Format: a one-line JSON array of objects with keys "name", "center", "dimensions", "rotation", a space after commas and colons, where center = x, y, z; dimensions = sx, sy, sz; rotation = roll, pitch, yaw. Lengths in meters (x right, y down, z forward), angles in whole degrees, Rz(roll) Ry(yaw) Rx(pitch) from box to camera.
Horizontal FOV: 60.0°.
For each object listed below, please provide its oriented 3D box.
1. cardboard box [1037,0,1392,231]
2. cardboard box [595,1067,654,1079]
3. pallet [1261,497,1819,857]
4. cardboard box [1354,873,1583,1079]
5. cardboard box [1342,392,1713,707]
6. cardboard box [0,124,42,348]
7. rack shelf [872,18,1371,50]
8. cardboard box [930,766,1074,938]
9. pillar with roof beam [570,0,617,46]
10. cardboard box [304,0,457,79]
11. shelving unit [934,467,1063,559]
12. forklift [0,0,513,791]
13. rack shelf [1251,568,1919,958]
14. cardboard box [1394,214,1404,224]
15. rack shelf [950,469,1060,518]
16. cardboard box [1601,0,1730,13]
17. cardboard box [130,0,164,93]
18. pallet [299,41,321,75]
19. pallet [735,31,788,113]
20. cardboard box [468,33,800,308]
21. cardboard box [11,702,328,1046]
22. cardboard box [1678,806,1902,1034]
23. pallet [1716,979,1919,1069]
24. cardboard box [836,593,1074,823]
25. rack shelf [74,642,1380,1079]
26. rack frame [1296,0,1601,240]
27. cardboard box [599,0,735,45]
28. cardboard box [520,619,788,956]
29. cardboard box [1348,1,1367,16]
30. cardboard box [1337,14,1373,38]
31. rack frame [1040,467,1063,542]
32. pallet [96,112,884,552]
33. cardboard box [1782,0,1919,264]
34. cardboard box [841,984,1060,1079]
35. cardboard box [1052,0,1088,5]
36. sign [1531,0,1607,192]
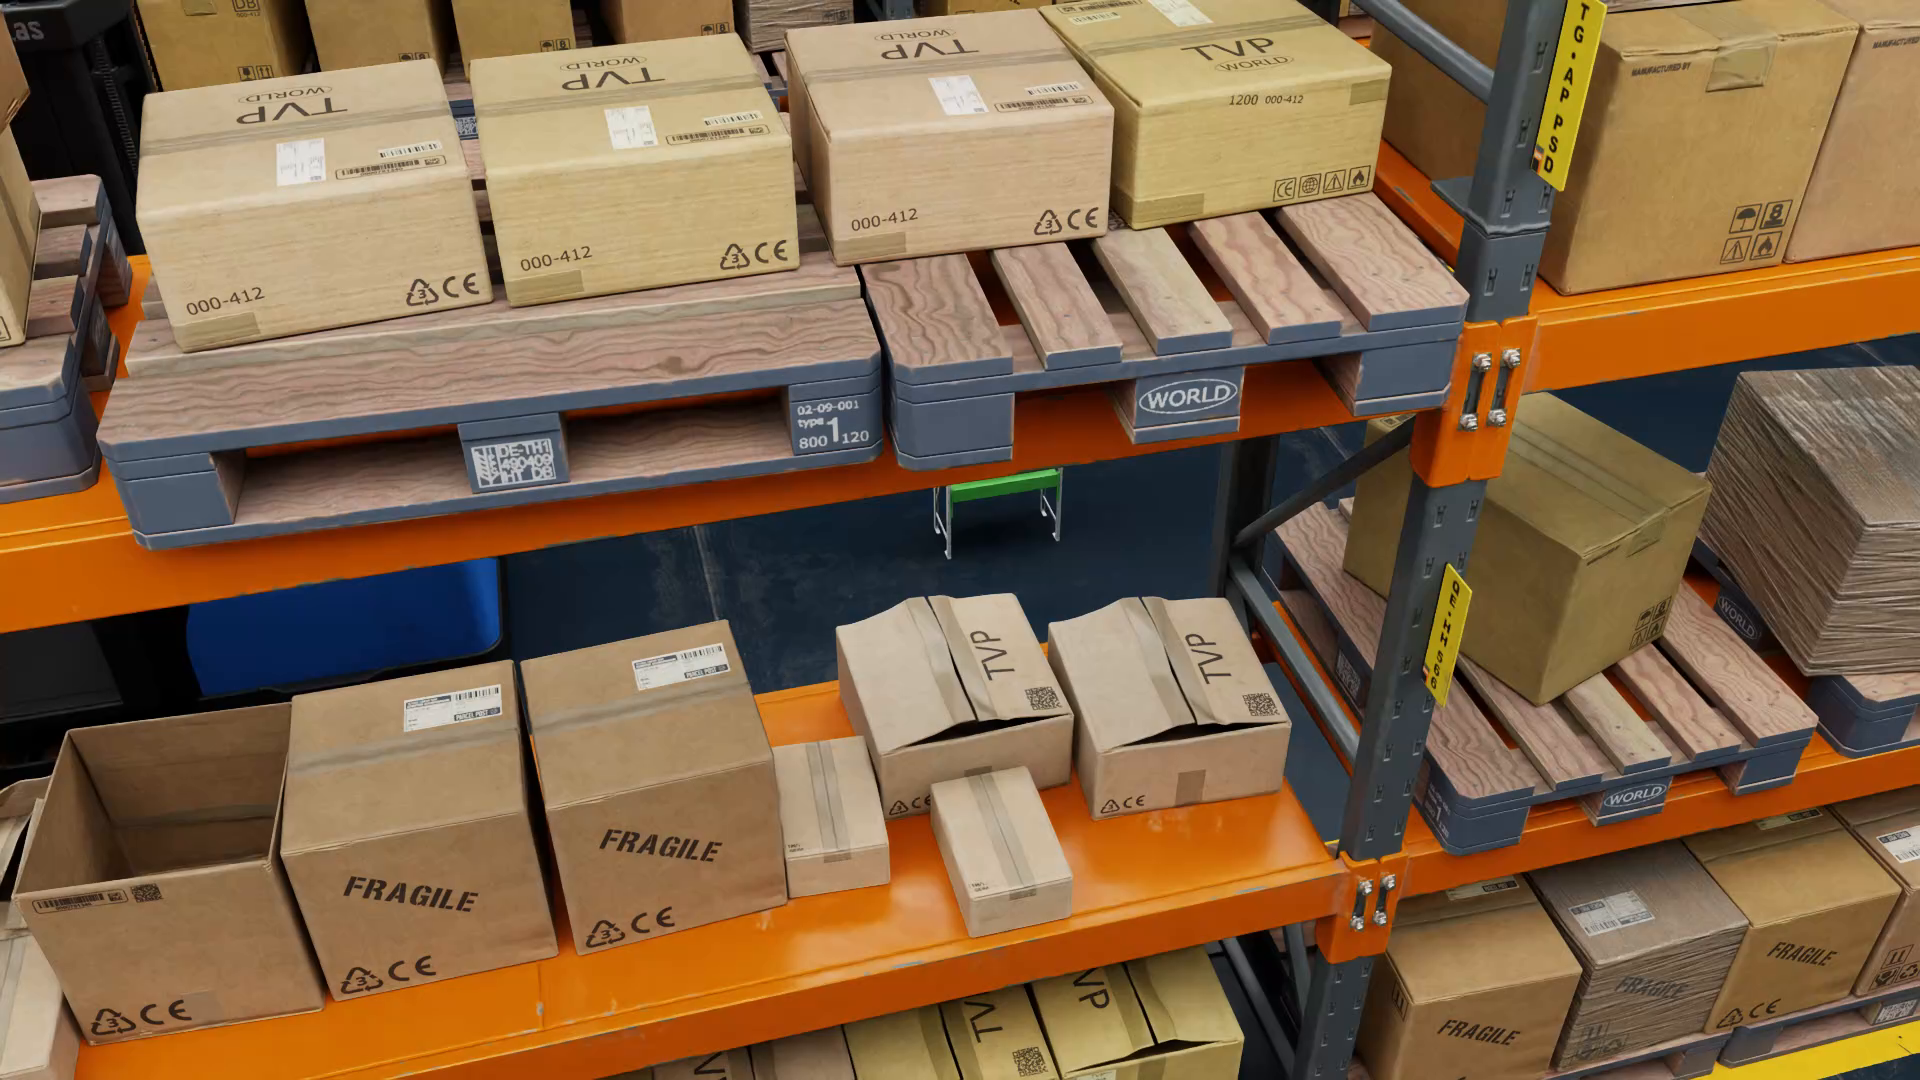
[{"name": "cardboard box", "center": [0.468, -0.852, 3.204], "dimensions": [0.500, 0.250, 0.500], "rotation": [-12, 39, -15]}, {"name": "cardboard box", "center": [-1.023, 1.514, 4.258], "dimensions": [0.500, 0.311, 0.500], "rotation": [-8, 38, -11]}, {"name": "pallet", "center": [1.527, 0.269, 4.587], "dimensions": [1.003, 0.211, 1.213], "rotation": [-9, 38, -12]}, {"name": "cardboard box", "center": [1.405, 1.255, 4.835], "dimensions": [0.500, 0.500, 0.500], "rotation": [-8, 38, -10]}, {"name": "cardboard box", "center": [1.470, -0.031, 4.393], "dimensions": [0.500, 0.500, 0.700], "rotation": [-23, 43, -27]}, {"name": "cardboard box", "center": [-1.844, -0.504, 2.749], "dimensions": [0.500, 0.250, 0.500], "rotation": [-13, 39, -16]}, {"name": "rack shelf", "center": [1.527, -2.594, 8.765], "dimensions": [4.000, 0.370, 1.077], "rotation": [-9, 38, -12]}, {"name": "cardboard box", "center": [0.095, 0.746, 4.013], "dimensions": [0.250, 0.149, 0.380], "rotation": [-9, 38, -12]}, {"name": "pillar with roof beam", "center": [-0.762, -2.722, 3.403], "dimensions": [0.400, 9.000, 9.100], "rotation": [-9, 38, -12]}, {"name": "cardboard box", "center": [-2.596, -2.412, 7.490], "dimensions": [0.500, 0.500, 0.700], "rotation": [-4, 38, -6]}, {"name": "shelving unit", "center": [0.160, -0.503, 6.920], "dimensions": [0.503, 1.200, 0.258], "rotation": [-9, 38, -12]}, {"name": "forklift", "center": [-3.296, -0.587, 5.605], "dimensions": [3.031, 2.935, 1.130], "rotation": [-9, 38, -11]}, {"name": "rack shelf", "center": [2.822, 0.311, 4.967], "dimensions": [4.000, 0.370, 1.077], "rotation": [-9, 38, -12]}, {"name": "cardboard box", "center": [2.007, -2.188, 9.065], "dimensions": [0.750, 0.750, 0.750], "rotation": [-8, 38, -11]}, {"name": "rack shelf", "center": [0.160, -0.261, 7.104], "dimensions": [0.480, 0.148, 0.258], "rotation": [-9, 38, -12]}, {"name": "cardboard box", "center": [1.314, -1.352, 3.175], "dimensions": [0.500, 0.500, 0.500], "rotation": [-9, 38, -12]}, {"name": "cardboard box", "center": [-3.765, -2.205, 7.219], "dimensions": [0.500, 0.500, 0.700], "rotation": [-9, 38, -12]}, {"name": "pallet", "center": [-3.490, -1.889, 7.409], "dimensions": [1.213, 0.211, 1.003], "rotation": [-9, 38, -12]}, {"name": "pallet", "center": [-1.064, -2.312, 7.961], "dimensions": [1.003, 0.211, 1.213], "rotation": [-9, 38, -12]}, {"name": "cardboard box", "center": [-0.589, -0.674, 2.972], "dimensions": [0.500, 0.250, 0.500], "rotation": [-10, 39, -13]}, {"name": "cardboard box", "center": [-1.716, 0.740, 3.731], "dimensions": [0.500, 0.500, 0.500], "rotation": [-7, 38, -9]}, {"name": "cardboard box", "center": [2.395, 1.093, 5.048], "dimensions": [0.500, 0.500, 0.500], "rotation": [-10, 38, -13]}, {"name": "pallet", "center": [2.797, 1.162, 5.557], "dimensions": [1.213, 0.211, 1.003], "rotation": [-9, 38, -12]}, {"name": "cardboard box", "center": [-0.023, 0.405, 4.325], "dimensions": [0.500, 0.311, 0.500], "rotation": [-10, 38, -12]}, {"name": "rack shelf", "center": [-1.040, 0.944, 4.139], "dimensions": [4.000, 0.370, 1.077], "rotation": [-9, 38, -12]}, {"name": "rack frame", "center": [0.891, -2.041, 2.512], "dimensions": [0.127, 3.000, 1.000], "rotation": [-9, 38, -12]}, {"name": "cardboard box", "center": [-1.387, -2.593, 7.727], "dimensions": [0.500, 0.500, 0.700], "rotation": [-13, 39, -16]}, {"name": "cardboard box", "center": [-0.724, 0.577, 3.944], "dimensions": [0.500, 0.500, 0.500], "rotation": [-11, 39, -14]}, {"name": "cardboard box", "center": [2.101, -2.981, 8.334], "dimensions": [0.500, 0.500, 0.500], "rotation": [-9, 38, -12]}, {"name": "cardboard box", "center": [1.967, -2.710, 8.514], "dimensions": [0.250, 0.149, 0.380], "rotation": [-10, 39, -13]}, {"name": "rack frame", "center": [0.395, -0.541, 6.970], "dimensions": [0.015, 1.200, 0.240], "rotation": [-9, 38, -12]}, {"name": "pallet", "center": [-0.819, -0.436, 3.038], "dimensions": [1.213, 0.211, 1.003], "rotation": [-8, 38, -10]}, {"name": "cardboard box", "center": [1.796, -1.059, 3.615], "dimensions": [0.500, 0.500, 0.910], "rotation": [-9, 38, -12]}, {"name": "cardboard box", "center": [-0.050, 1.358, 4.462], "dimensions": [0.500, 0.311, 0.500], "rotation": [-10, 39, -13]}, {"name": "cardboard box", "center": [0.640, -2.734, 8.011], "dimensions": [0.500, 0.500, 0.500], "rotation": [-8, 38, -10]}, {"name": "sign", "center": [1.028, -0.760, 2.815], "dimensions": [0.005, 0.325, 0.100], "rotation": [-9, 38, -12]}]
